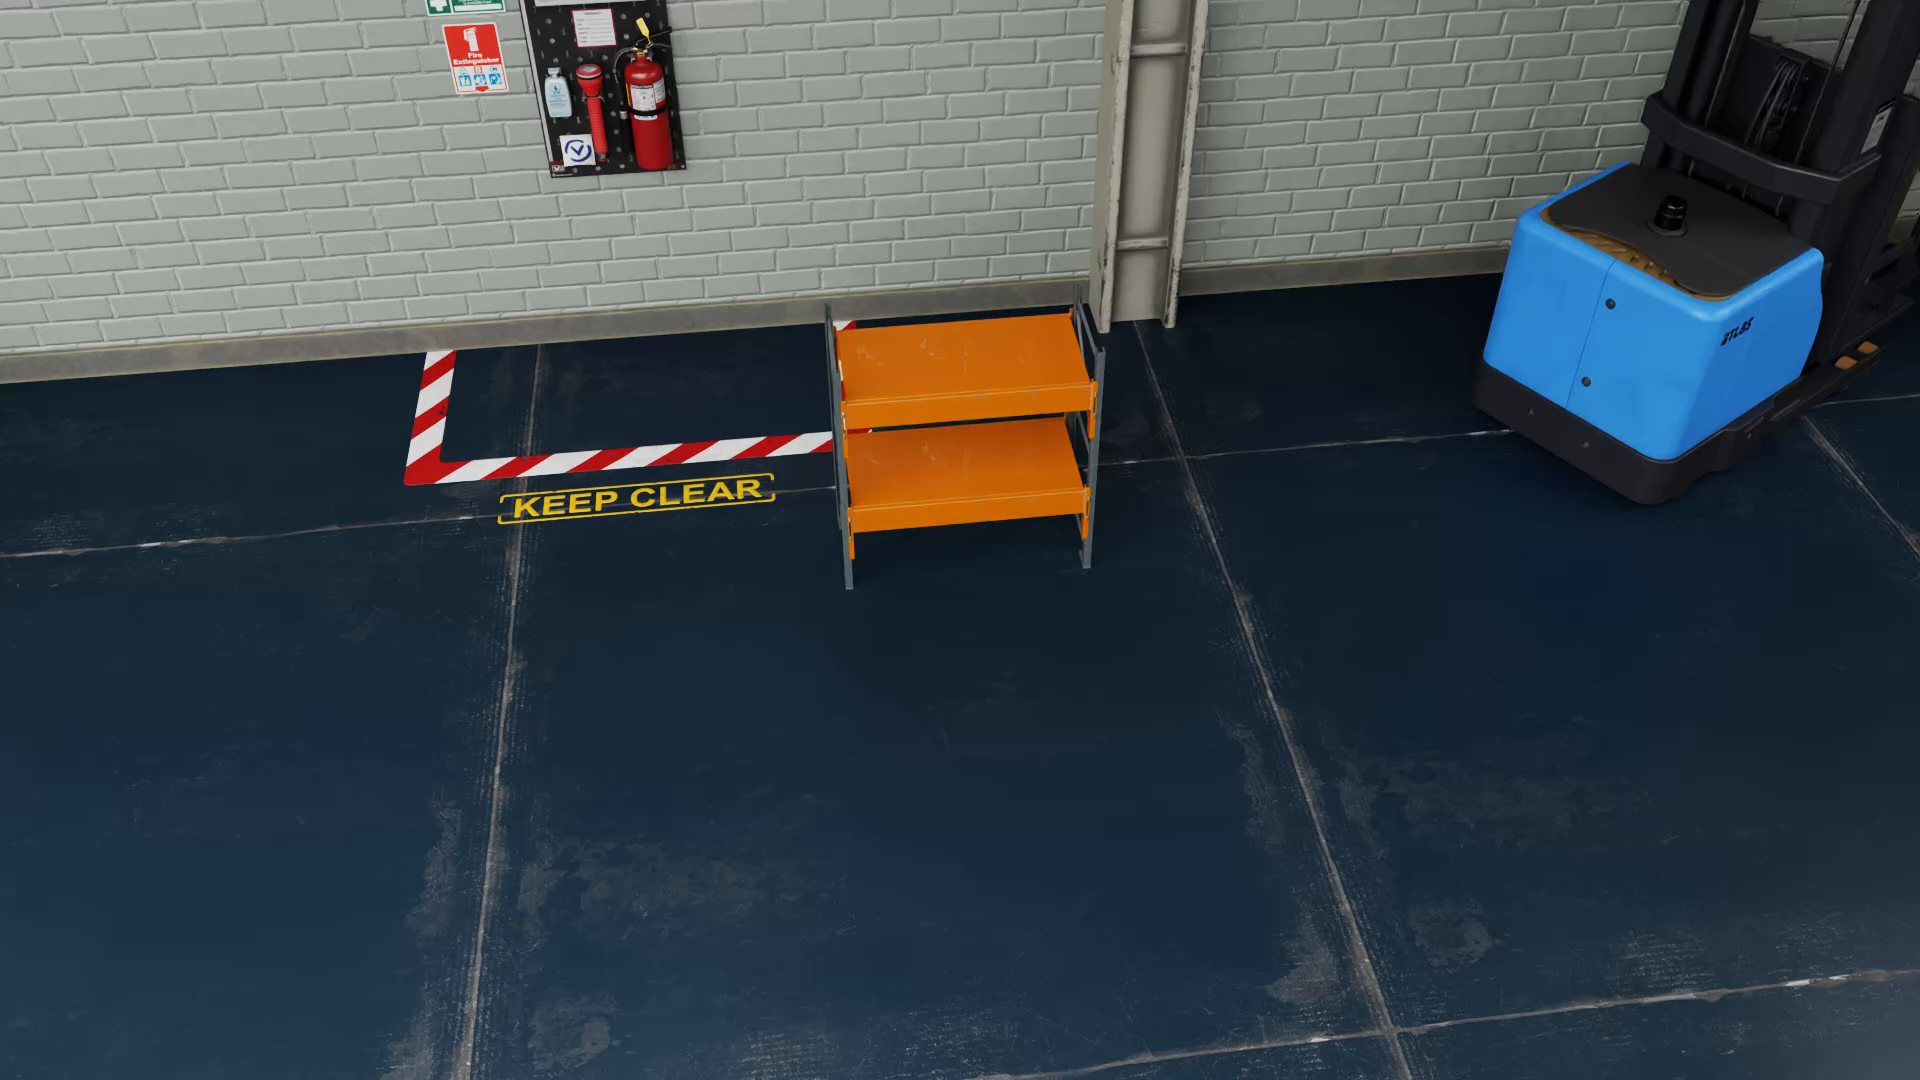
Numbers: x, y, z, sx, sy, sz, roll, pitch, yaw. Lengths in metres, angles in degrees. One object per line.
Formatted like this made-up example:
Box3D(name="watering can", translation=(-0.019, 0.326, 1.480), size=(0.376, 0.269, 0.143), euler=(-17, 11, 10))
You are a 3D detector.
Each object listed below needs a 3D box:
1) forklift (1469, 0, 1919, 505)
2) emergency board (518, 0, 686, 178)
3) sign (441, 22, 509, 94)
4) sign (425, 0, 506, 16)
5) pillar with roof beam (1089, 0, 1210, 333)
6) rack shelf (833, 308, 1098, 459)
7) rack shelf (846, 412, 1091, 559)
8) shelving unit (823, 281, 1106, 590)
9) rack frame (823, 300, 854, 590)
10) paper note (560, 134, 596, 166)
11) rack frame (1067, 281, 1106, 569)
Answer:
Box3D(name="forklift", translation=(3.887, -2.063, 7.349), size=(3.031, 2.935, 1.130), euler=(-28, 49, -27))
Box3D(name="emergency board", translation=(-1.576, -2.091, 7.329), size=(0.643, 1.169, 0.194), euler=(-5, 42, -6))
Box3D(name="sign", translation=(-2.138, -2.125, 7.340), size=(0.234, 0.329, 0.001), euler=(-5, 42, -6))
Box3D(name="sign", translation=(-2.132, -2.316, 7.156), size=(0.331, 0.109, 0.001), euler=(-5, 42, -6))
Box3D(name="pillar with roof beam", translation=(1.437, -1.649, 2.360), size=(0.400, 9.000, 9.100), euler=(-5, 42, -6))
Box3D(name="rack shelf", translation=(0.007, -0.636, 6.678), size=(1.000, 0.278, 0.538), euler=(-5, 42, -6))
Box3D(name="rack shelf", translation=(0.007, -0.237, 7.038), size=(1.000, 0.278, 0.538), euler=(-5, 42, -6))
Box3D(name="shelving unit", translation=(0.007, -0.418, 6.874), size=(1.048, 1.125, 0.538), euler=(-5, 42, -6))
Box3D(name="rack frame", translation=(-0.497, -0.374, 6.825), size=(0.032, 1.125, 0.500), euler=(-5, 42, -6))
Box3D(name="paper note", translation=(-1.761, -1.795, 7.658), size=(0.142, 0.148, 0.016), euler=(-5, 42, -6))
Box3D(name="rack frame", translation=(0.511, -0.462, 6.923), size=(0.032, 1.125, 0.500), euler=(-5, 42, -6))
